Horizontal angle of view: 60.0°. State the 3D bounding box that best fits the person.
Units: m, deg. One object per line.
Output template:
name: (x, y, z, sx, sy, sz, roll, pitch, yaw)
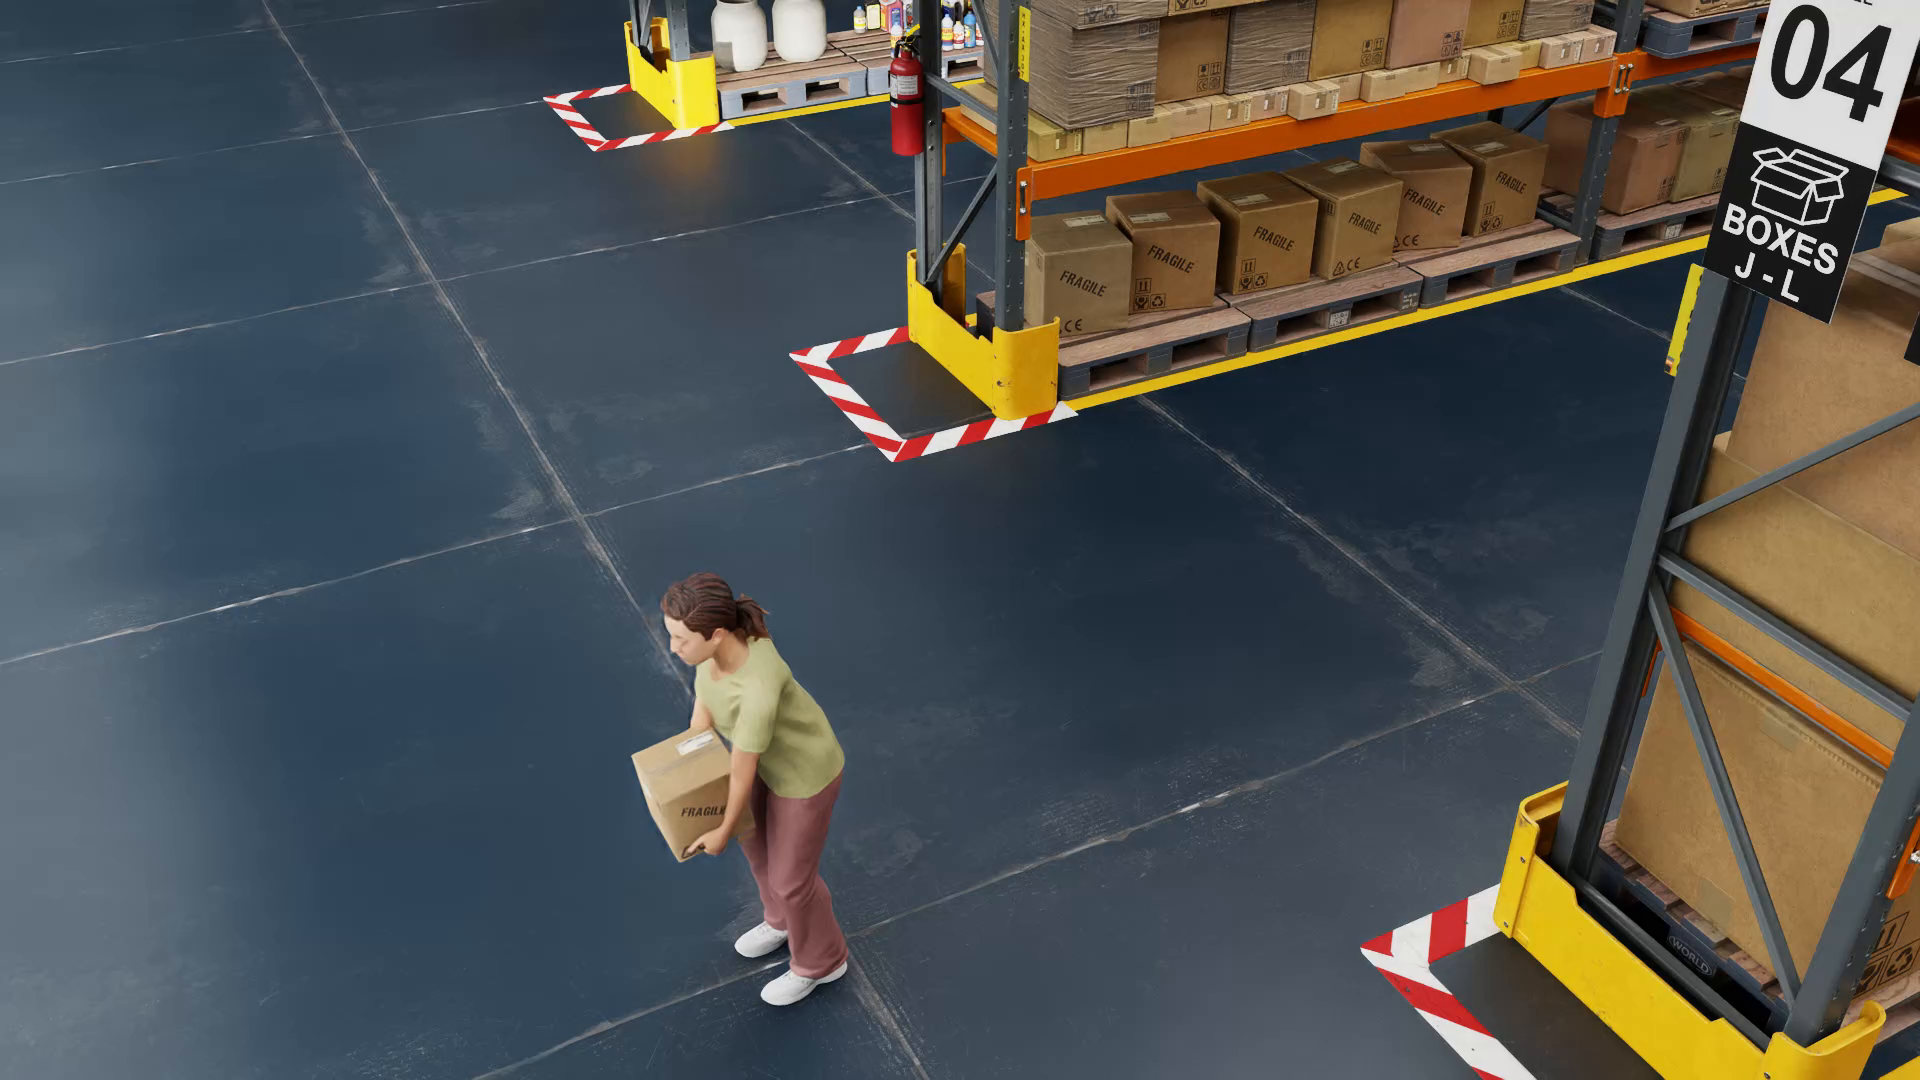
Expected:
person: (-0.621, 0.751, 5.045, 0.539, 1.623, 0.404, -17, 37, -24)
